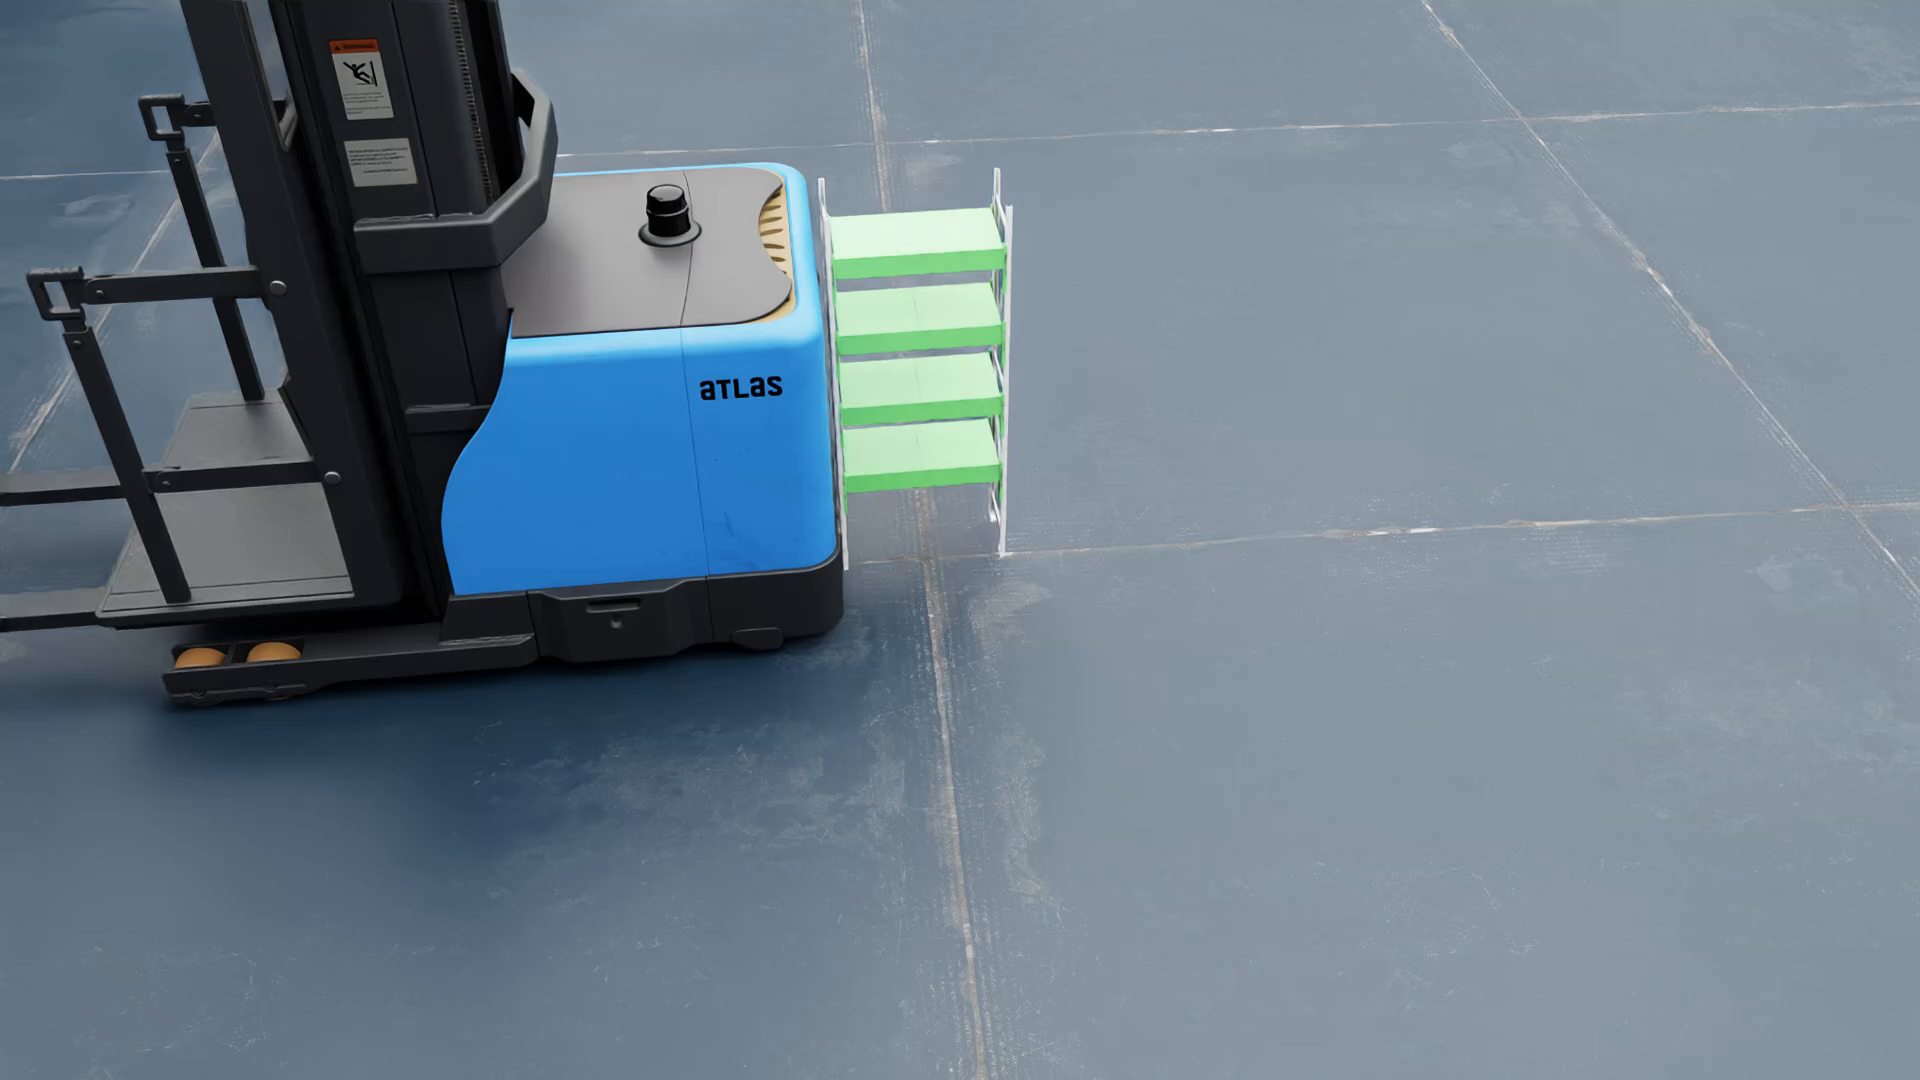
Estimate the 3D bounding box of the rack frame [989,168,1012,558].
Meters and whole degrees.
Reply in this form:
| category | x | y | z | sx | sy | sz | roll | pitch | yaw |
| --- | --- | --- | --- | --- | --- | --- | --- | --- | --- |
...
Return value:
| category | x | y | z | sx | sy | sz | roll | pitch | yaw |
| --- | --- | --- | --- | --- | --- | --- | --- | --- | --- |
| rack frame | 0.117 | -0.490 | 4.902 | 0.015 | 1.200 | 0.240 | -5 | 39 | -6 |

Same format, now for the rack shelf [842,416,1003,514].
| category | x | y | z | sx | sy | sz | roll | pitch | yaw |
| --- | --- | --- | --- | --- | --- | --- | --- | --- | --- |
| rack shelf | -0.125 | -0.231 | 5.065 | 0.480 | 0.148 | 0.258 | -5 | 39 | -6 |

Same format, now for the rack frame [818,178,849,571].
| category | x | y | z | sx | sy | sz | roll | pitch | yaw |
| --- | --- | --- | --- | --- | --- | --- | --- | --- | --- |
| rack frame | -0.367 | -0.450 | 4.852 | 0.015 | 1.200 | 0.240 | -5 | 39 | -6 |

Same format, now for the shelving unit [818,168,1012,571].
| category | x | y | z | sx | sy | sz | roll | pitch | yaw |
| --- | --- | --- | --- | --- | --- | --- | --- | --- | --- |
| shelving unit | -0.125 | -0.470 | 4.877 | 0.503 | 1.200 | 0.258 | -5 | 39 | -6 |

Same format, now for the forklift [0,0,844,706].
| category | x | y | z | sx | sy | sz | roll | pitch | yaw |
| --- | --- | --- | --- | --- | --- | --- | --- | --- | --- |
| forklift | -1.896 | -1.034 | 4.194 | 3.031 | 2.935 | 1.130 | -4 | 38 | -6 |

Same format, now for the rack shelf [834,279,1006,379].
| category | x | y | z | sx | sy | sz | roll | pitch | yaw |
| --- | --- | --- | --- | --- | --- | --- | --- | --- | --- |
| rack shelf | -0.125 | -0.608 | 4.768 | 0.480 | 0.148 | 0.258 | -5 | 39 | -6 |

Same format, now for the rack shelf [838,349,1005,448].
| category | x | y | z | sx | sy | sz | roll | pitch | yaw |
| --- | --- | --- | --- | --- | --- | --- | --- | --- | --- |
| rack shelf | -0.125 | -0.420 | 4.916 | 0.480 | 0.148 | 0.258 | -5 | 39 | -6 |

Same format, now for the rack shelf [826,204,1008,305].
| category | x | y | z | sx | sy | sz | roll | pitch | yaw |
| --- | --- | --- | --- | --- | --- | --- | --- | --- | --- |
| rack shelf | -0.125 | -0.797 | 4.619 | 0.480 | 0.148 | 0.258 | -5 | 39 | -6 |
